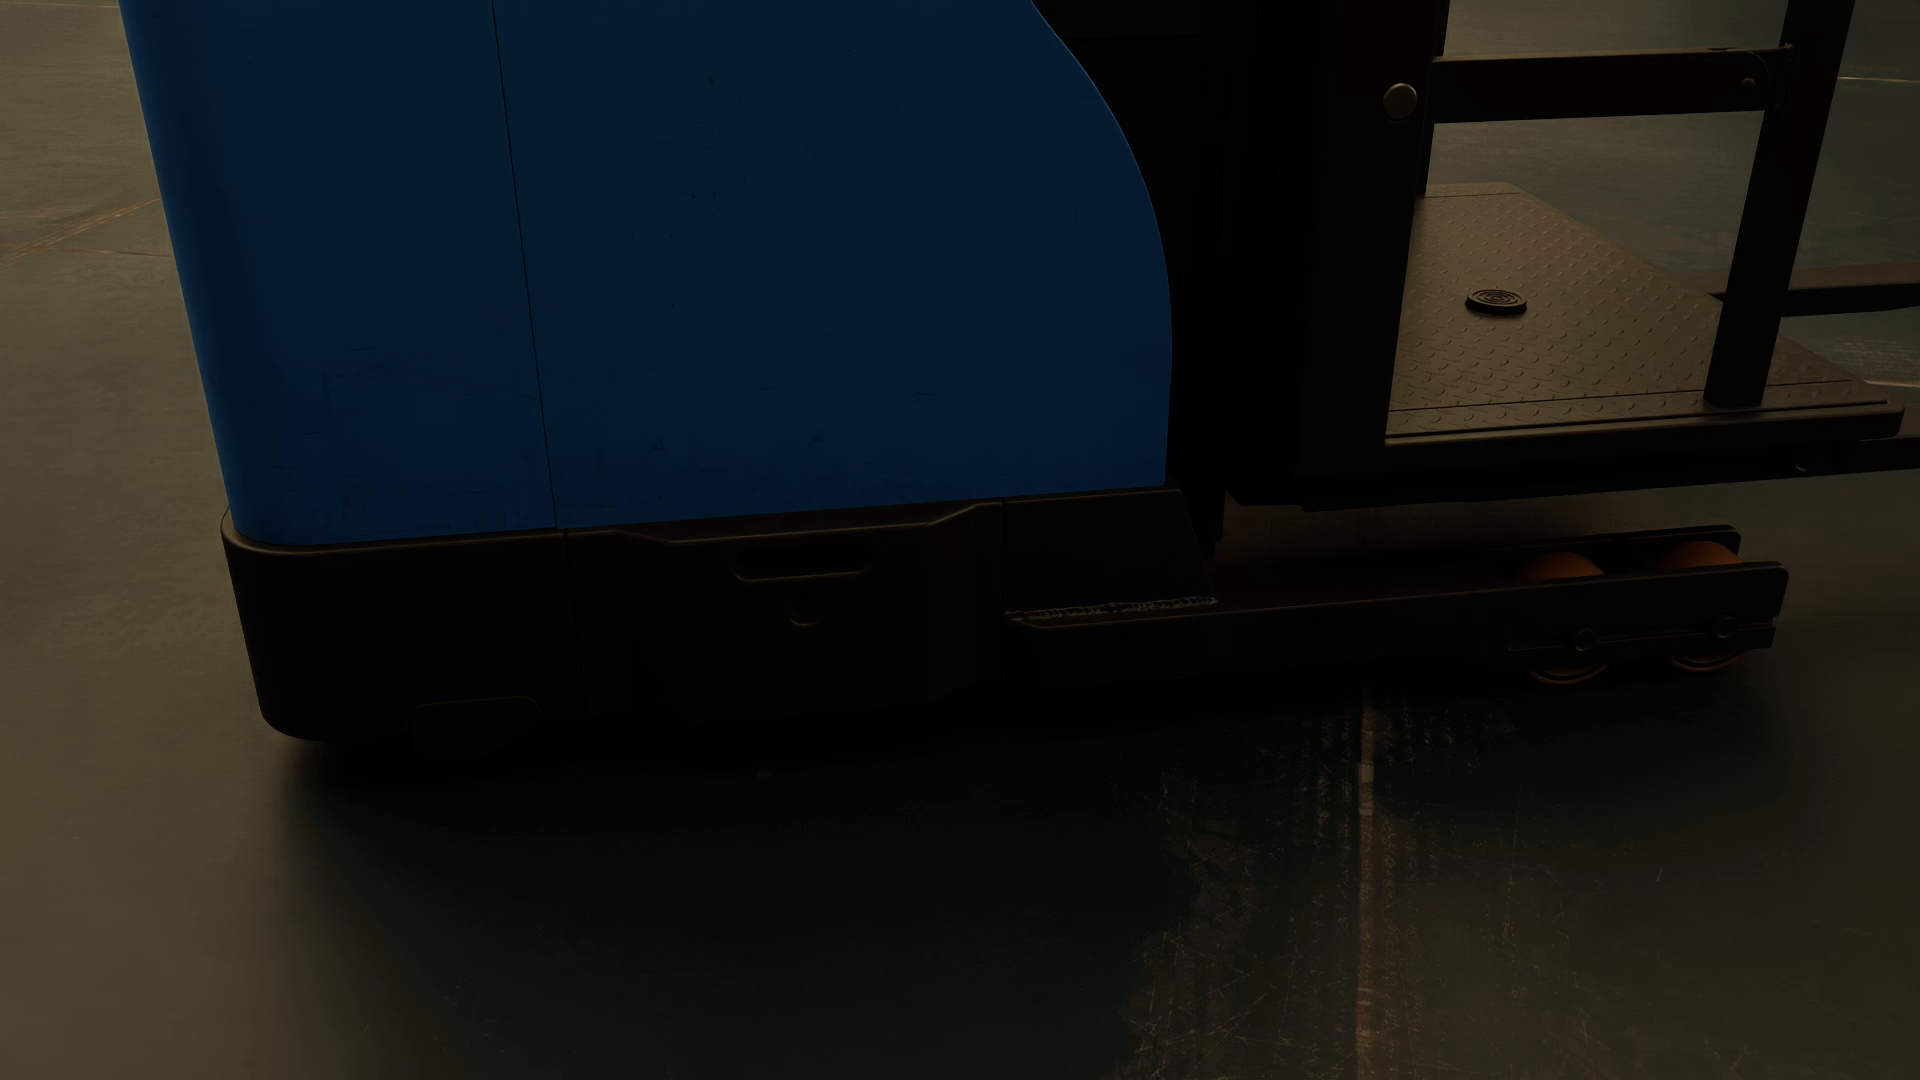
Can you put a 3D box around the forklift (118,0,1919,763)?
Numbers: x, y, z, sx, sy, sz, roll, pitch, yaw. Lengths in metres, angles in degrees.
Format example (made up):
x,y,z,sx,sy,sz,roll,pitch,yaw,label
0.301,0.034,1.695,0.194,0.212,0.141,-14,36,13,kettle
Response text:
x,y,z,sx,sy,sz,roll,pitch,yaw,label
0.600,-1.354,1.930,3.031,2.935,1.130,-4,27,-9,forklift
